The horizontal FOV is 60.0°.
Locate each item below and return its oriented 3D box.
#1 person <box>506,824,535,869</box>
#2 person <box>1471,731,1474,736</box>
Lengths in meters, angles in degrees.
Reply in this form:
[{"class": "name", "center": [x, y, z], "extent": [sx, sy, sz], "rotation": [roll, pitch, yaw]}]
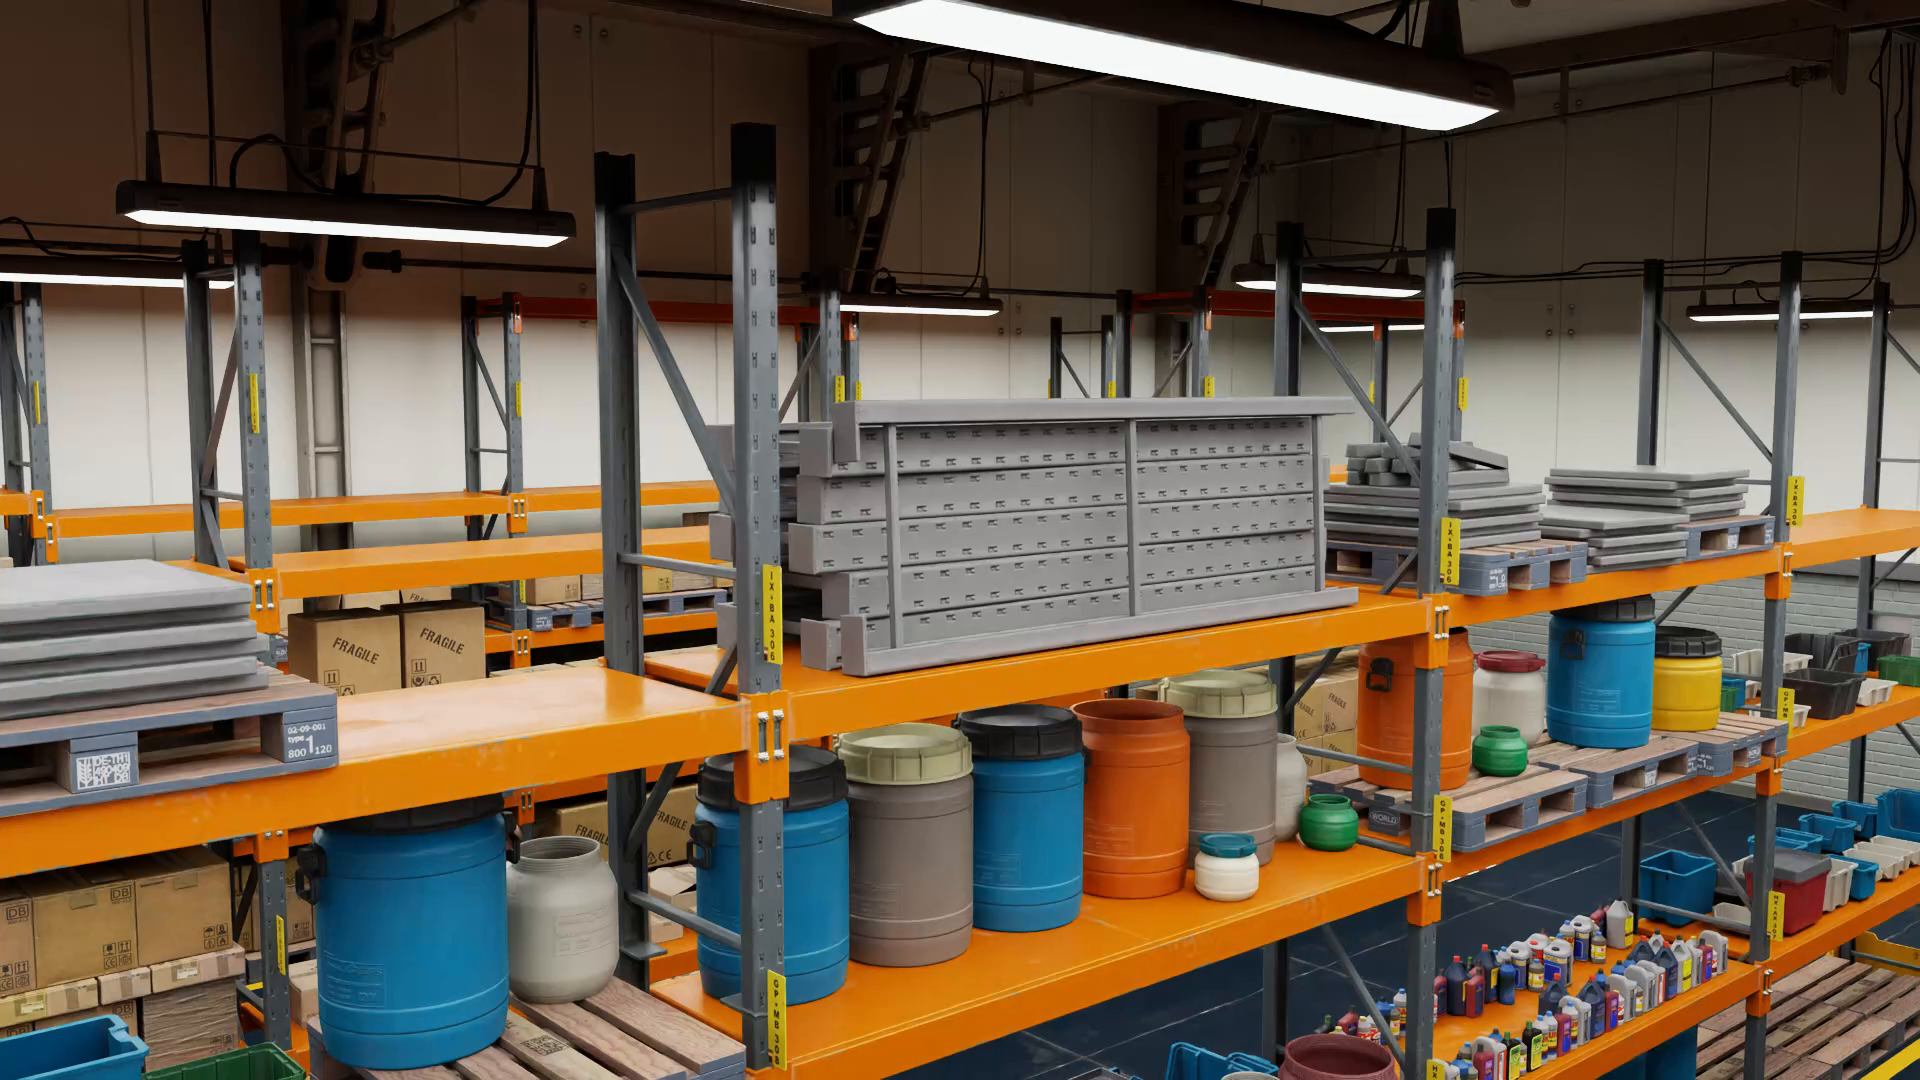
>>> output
[{"class": "person", "center": [-3.434, 3.076, 12.863], "extent": [0.876, 1.760, 0.645], "rotation": [0, 5, 3]}, {"class": "person", "center": [5.769, 2.518, 18.952], "extent": [0.567, 1.741, 0.764], "rotation": [2, 6, 24]}]
